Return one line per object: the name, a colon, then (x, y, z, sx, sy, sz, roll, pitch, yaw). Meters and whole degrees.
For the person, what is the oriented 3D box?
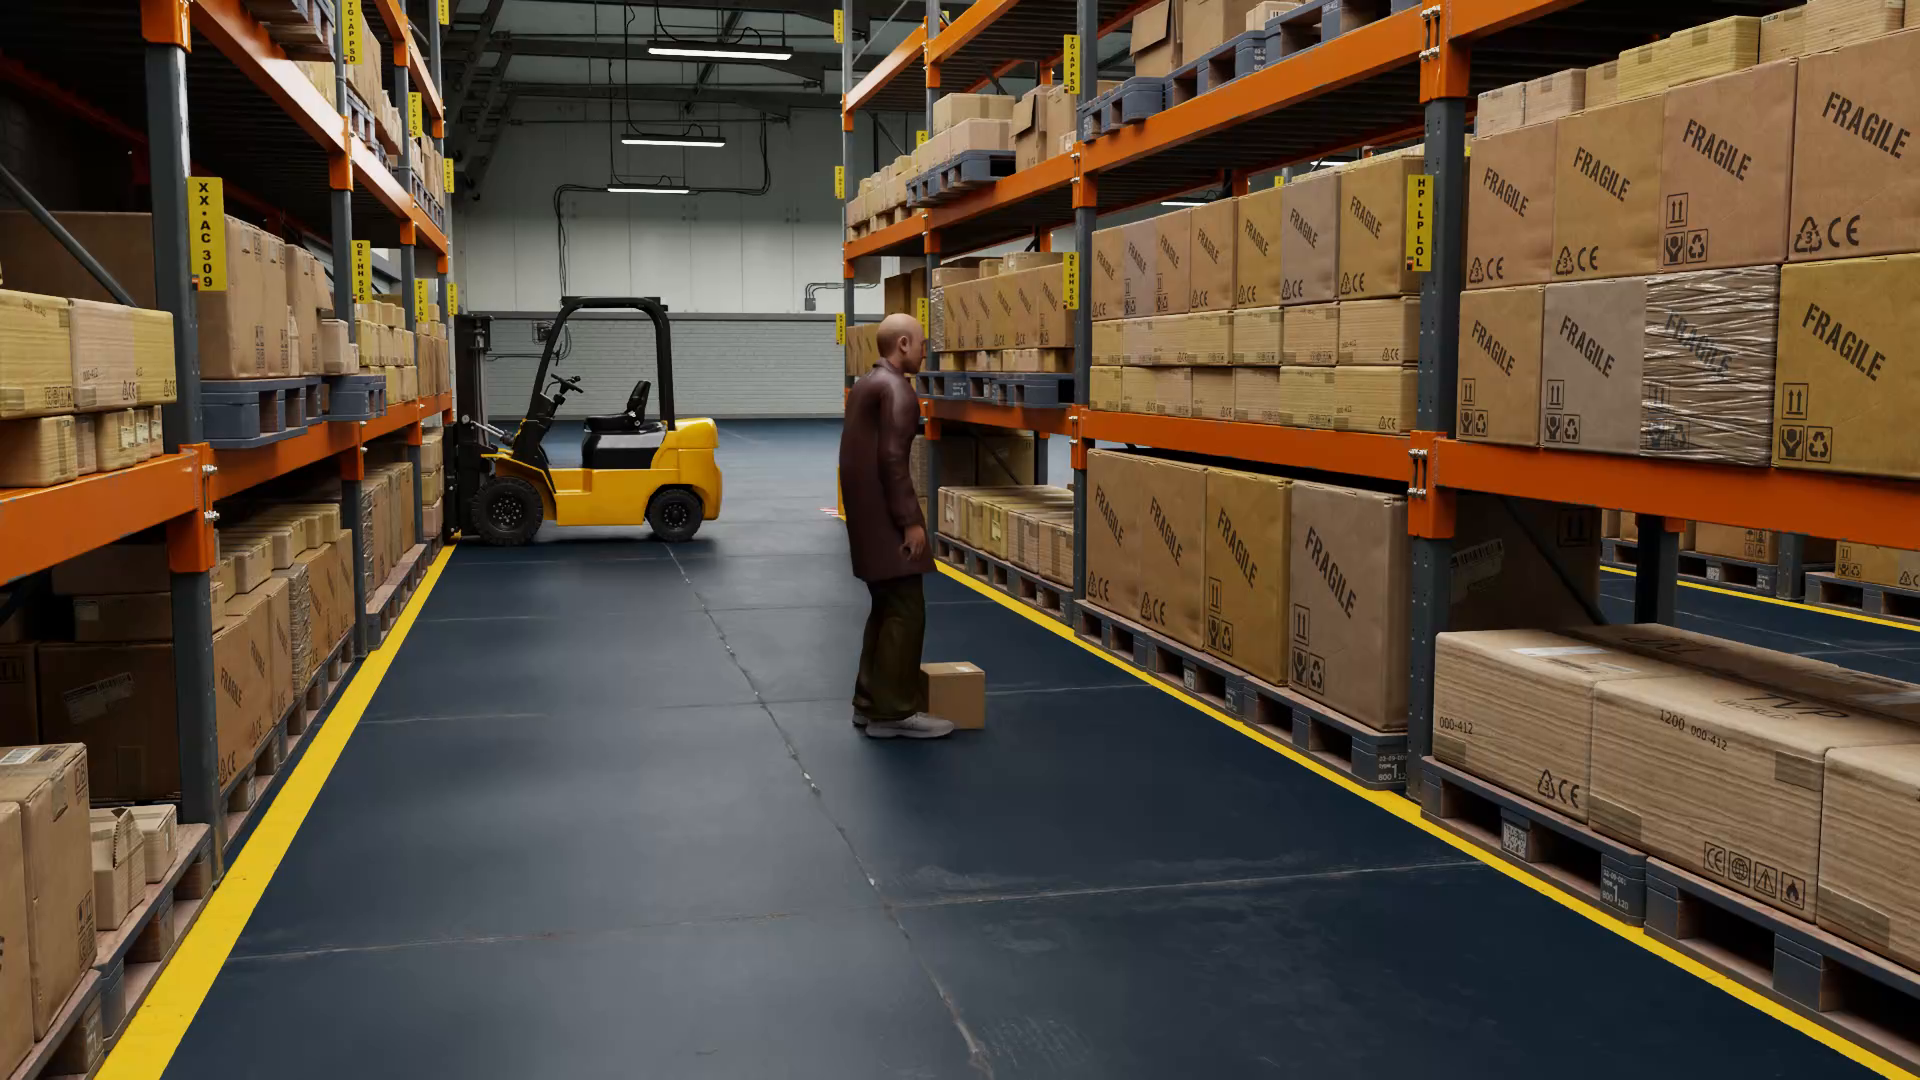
person: (-0.291, -0.073, 7.087, 0.429, 1.772, 0.643, -2, 6, -17)
